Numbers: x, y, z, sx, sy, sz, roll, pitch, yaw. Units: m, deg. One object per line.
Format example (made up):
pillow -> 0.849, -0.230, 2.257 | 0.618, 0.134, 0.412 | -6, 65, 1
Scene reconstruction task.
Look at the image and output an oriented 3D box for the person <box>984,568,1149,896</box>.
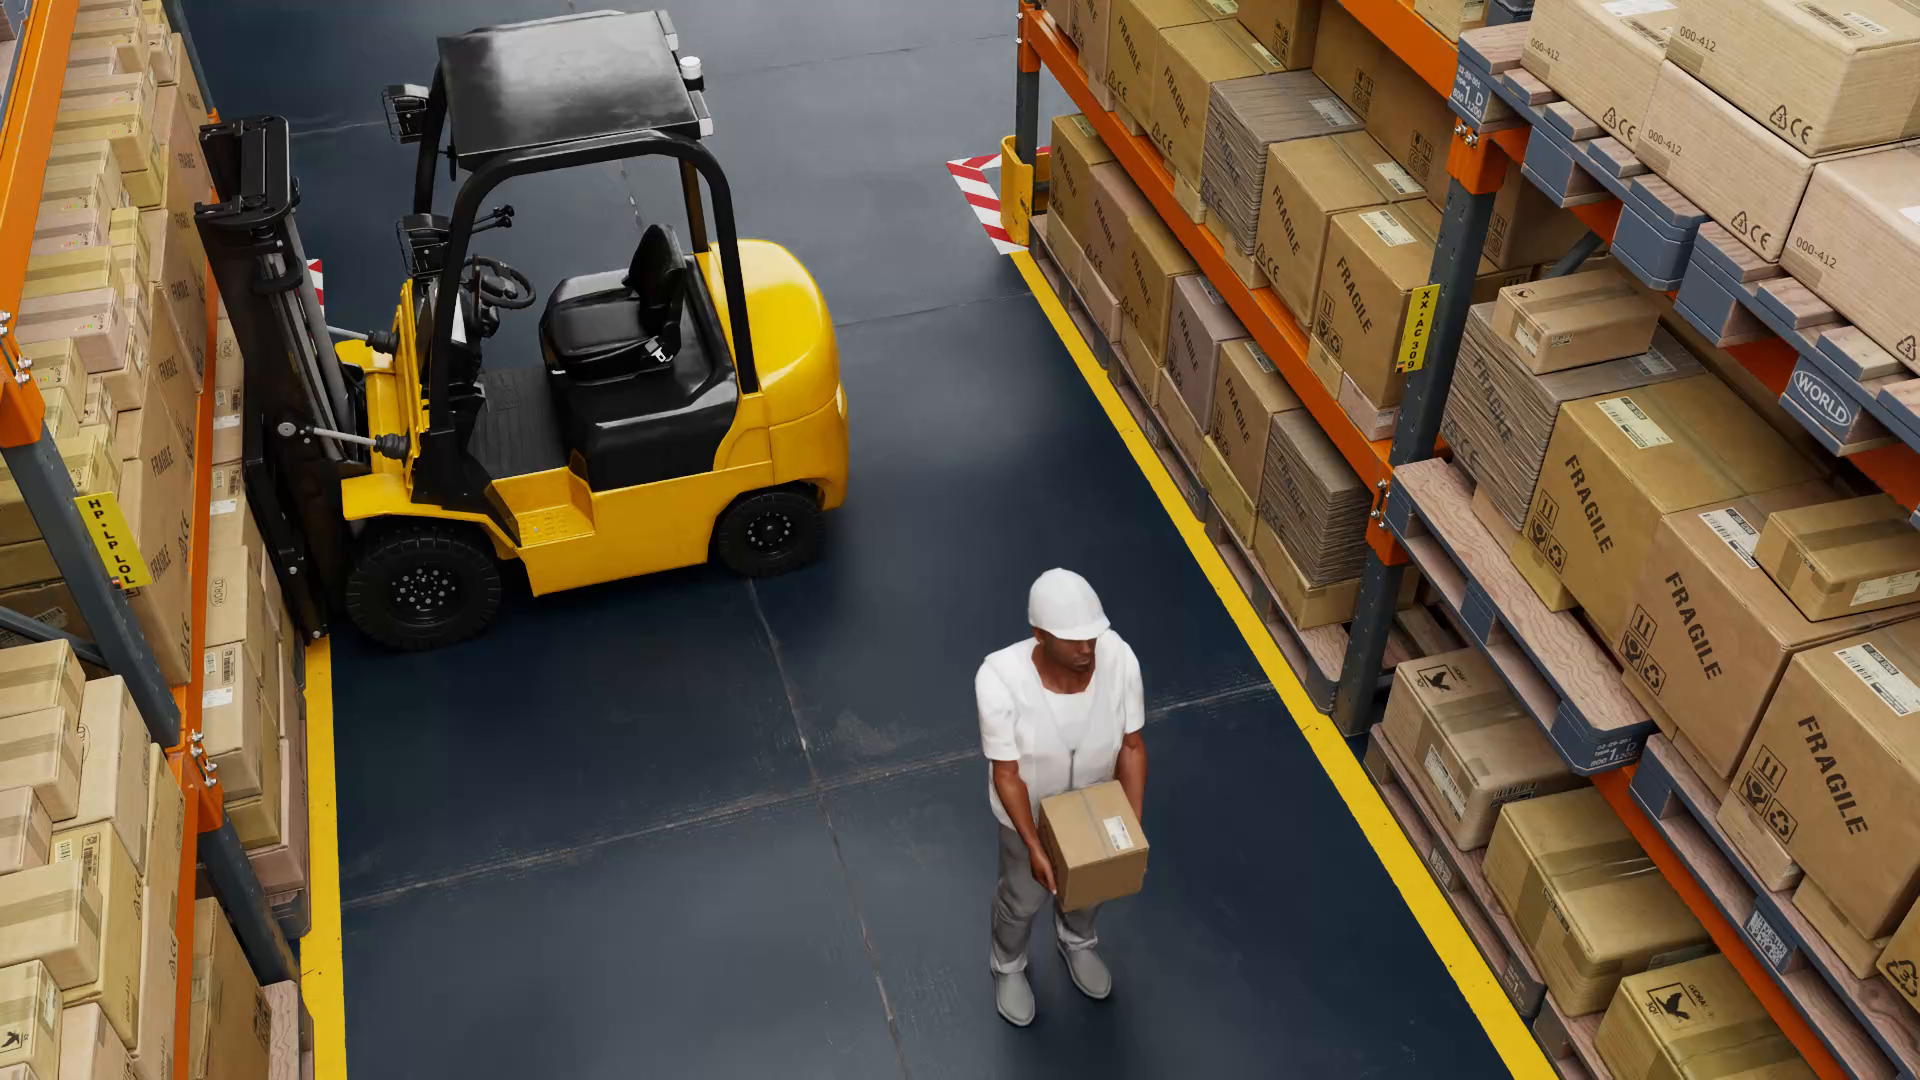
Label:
person -> 0.338, 0.561, 4.892 | 0.495, 0.934, 0.571 | -12, 43, -13
